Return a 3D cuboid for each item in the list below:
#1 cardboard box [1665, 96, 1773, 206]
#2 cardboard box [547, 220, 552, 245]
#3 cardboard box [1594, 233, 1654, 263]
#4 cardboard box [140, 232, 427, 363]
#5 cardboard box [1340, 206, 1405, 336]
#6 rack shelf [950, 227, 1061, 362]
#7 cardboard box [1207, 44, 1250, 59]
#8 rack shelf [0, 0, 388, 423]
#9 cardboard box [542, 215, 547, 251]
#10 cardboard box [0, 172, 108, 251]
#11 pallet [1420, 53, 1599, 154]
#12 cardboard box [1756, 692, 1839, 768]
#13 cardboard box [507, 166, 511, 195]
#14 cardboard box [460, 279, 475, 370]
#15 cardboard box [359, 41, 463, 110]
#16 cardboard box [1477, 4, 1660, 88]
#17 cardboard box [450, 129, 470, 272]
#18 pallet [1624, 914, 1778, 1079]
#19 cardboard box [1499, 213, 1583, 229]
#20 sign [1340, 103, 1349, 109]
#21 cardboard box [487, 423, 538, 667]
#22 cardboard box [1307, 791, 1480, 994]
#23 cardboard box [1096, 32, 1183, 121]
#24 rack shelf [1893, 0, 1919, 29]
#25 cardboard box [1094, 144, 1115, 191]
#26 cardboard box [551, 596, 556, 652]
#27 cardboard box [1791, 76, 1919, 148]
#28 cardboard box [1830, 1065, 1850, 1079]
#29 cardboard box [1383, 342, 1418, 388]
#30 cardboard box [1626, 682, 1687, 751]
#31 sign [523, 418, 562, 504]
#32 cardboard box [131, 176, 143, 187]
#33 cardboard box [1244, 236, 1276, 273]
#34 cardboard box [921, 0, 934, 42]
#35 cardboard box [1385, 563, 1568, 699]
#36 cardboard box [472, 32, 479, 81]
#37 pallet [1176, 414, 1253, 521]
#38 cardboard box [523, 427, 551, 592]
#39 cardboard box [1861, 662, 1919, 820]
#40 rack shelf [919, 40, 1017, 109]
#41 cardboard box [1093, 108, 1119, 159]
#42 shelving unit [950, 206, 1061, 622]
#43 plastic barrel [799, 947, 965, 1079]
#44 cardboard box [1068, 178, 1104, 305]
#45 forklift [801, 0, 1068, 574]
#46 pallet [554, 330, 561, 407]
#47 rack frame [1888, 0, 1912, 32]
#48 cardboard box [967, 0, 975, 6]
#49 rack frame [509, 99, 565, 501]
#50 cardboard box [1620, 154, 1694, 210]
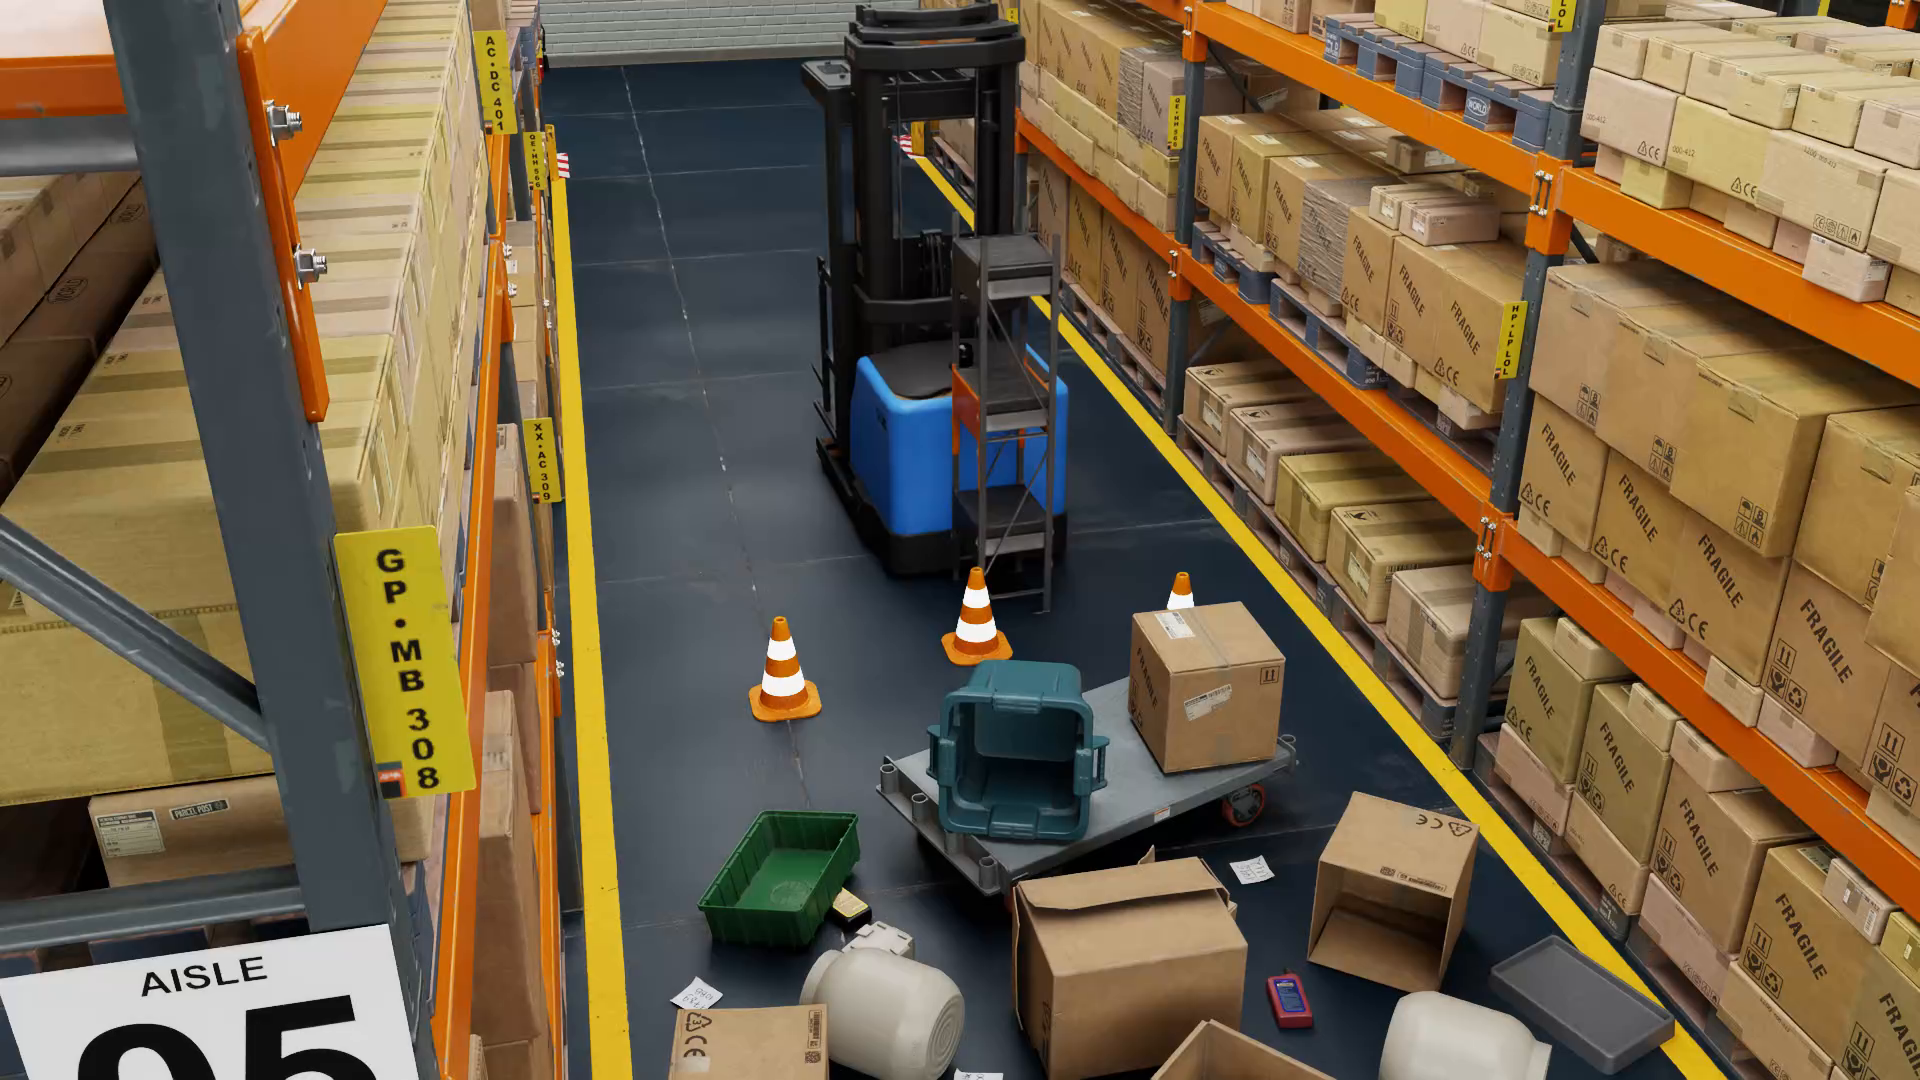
[{"bbox_3d":[2.728,-1.308,5.519,0.500,0.250,0.500,-6,27,-12],"label":"cardboard box"},{"bbox_3d":[-3.602,-2.553,13.848,0.380,0.149,0.250,-5,27,-9],"label":"cardboard box"},{"bbox_3d":[3.009,-1.246,7.263,0.380,0.149,0.250,-6,27,-12],"label":"cardboard box"},{"bbox_3d":[-1.063,-0.373,2.649,0.380,0.149,0.250,-6,27,-11],"label":"cardboard box"},{"bbox_3d":[2.219,-1.338,8.165,0.500,0.500,0.500,-5,27,-10],"label":"cardboard box"},{"bbox_3d":[0.222,-1.237,8.347,0.431,0.518,0.480,-8,28,-15],"label":"rack shelf"},{"bbox_3d":[1.875,-3.054,11.252,0.500,0.500,0.500,-6,27,-11],"label":"cardboard box"},{"bbox_3d":[-1.579,-1.103,3.190,1.077,0.370,4.000,-6,27,-12],"label":"rack shelf"},{"bbox_3d":[-3.315,-2.192,12.240,0.500,0.250,0.500,-5,27,-9],"label":"cardboard box"},{"bbox_3d":[-1.878,-0.644,3.185,0.380,0.149,0.250,-6,27,-11],"label":"cardboard box"},{"bbox_3d":[2.735,-1.886,7.038,1.213,0.211,1.003,-6,27,-12],"label":"pallet"},{"bbox_3d":[2.892,0.604,5.503,0.380,0.149,0.250,-6,27,-12],"label":"cardboard box"},{"bbox_3d":[-2.847,-2.124,9.781,0.380,0.149,0.250,-6,27,-12],"label":"cardboard box"},{"bbox_3d":[-1.291,-0.464,3.713,0.380,0.149,0.250,-6,27,-12],"label":"cardboard box"},{"bbox_3d":[-1.468,-1.158,4.203,0.380,0.149,0.250,-5,27,-11],"label":"cardboard box"},{"bbox_3d":[2.498,-2.050,6.855,0.500,0.250,0.500,-6,28,-13],"label":"cardboard box"},{"bbox_3d":[-1.444,-0.807,3.951,0.500,0.250,0.500,-6,27,-12],"label":"cardboard box"},{"bbox_3d":[3.235,1.724,6.101,1.003,0.211,1.213,-6,27,-12],"label":"pallet"},{"bbox_3d":[2.733,-1.387,8.262,0.500,0.500,0.500,-6,27,-12],"label":"cardboard box"},{"bbox_3d":[2.396,-2.646,10.466,0.100,0.325,0.005,-6,27,-12],"label":"sign"},{"bbox_3d":[-1.743,0.044,4.969,0.875,0.550,0.550,-6,27,-12],"label":"cardboard box"},{"bbox_3d":[1.686,1.374,6.470,0.500,0.500,0.500,13,30,24],"label":"cardboard box"},{"bbox_3d":[1.269,-3.240,11.619,0.500,0.500,0.500,-6,27,-12],"label":"cardboard box"},{"bbox_3d":[7.155,-2.751,9.340,1.077,0.370,4.000,-6,27,-12],"label":"rack shelf"},{"bbox_3d":[1.274,-2.679,11.896,0.500,0.250,0.500,-6,27,-12],"label":"cardboard box"},{"bbox_3d":[-2.471,0.327,7.803,1.050,0.750,0.750,-6,27,-12],"label":"cardboard box"},{"bbox_3d":[2.800,-1.311,5.083,0.380,0.149,0.250,-7,28,-13],"label":"cardboard box"},{"bbox_3d":[3.119,1.891,5.260,0.500,0.250,0.500,-6,27,-11],"label":"cardboard box"},{"bbox_3d":[2.250,-0.849,7.917,0.380,0.149,0.250,-6,27,-12],"label":"cardboard box"},{"bbox_3d":[2.728,0.639,6.188,0.380,0.149,0.250,-5,27,-10],"label":"cardboard box"},{"bbox_3d":[-1.489,-0.281,5.929,0.100,0.325,0.005,-6,27,-12],"label":"sign"},{"bbox_3d":[-1.963,-0.753,3.844,0.500,0.250,0.500,-6,27,-12],"label":"cardboard box"},{"bbox_3d":[1.851,-1.644,9.490,0.380,0.149,0.250,-6,27,-11],"label":"cardboard box"},{"bbox_3d":[-0.105,-5.422,17.052,0.500,0.500,0.500,-6,27,-12],"label":"cardboard box"},{"bbox_3d":[2.650,0.406,8.066,0.950,0.372,0.625,-6,27,-11],"label":"cardboard box"},{"bbox_3d":[-2.092,-1.903,6.564,0.380,0.149,0.250,-6,27,-12],"label":"cardboard box"},{"bbox_3d":[2.044,-0.517,10.540,1.003,0.211,1.213,-6,27,-12],"label":"pallet"},{"bbox_3d":[-1.886,-0.105,6.518,0.500,0.500,0.500,-6,27,-11],"label":"cardboard box"},{"bbox_3d":[3.063,0.579,4.833,0.500,0.500,0.500,-6,27,-12],"label":"cardboard box"},{"bbox_3d":[0.517,-4.418,15.973,1.077,0.370,4.000,-6,27,-12],"label":"rack shelf"},{"bbox_3d":[1.258,-2.896,11.770,0.500,0.250,0.500,-7,28,-13],"label":"cardboard box"},{"bbox_3d":[0.222,-0.624,8.657,0.431,2.100,0.503,-8,28,-15],"label":"shelving unit"},{"bbox_3d":[-0.279,1.690,5.931,0.512,0.421,0.421,13,30,24],"label":"plastic barrel"},{"bbox_3d":[1.396,-2.440,13.148,0.875,0.875,0.875,-5,27,-10],"label":"cardboard box"},{"bbox_3d":[-0.295,-1.763,9.990,1.130,2.935,3.031,-8,28,-15],"label":"forklift"},{"bbox_3d":[-3.377,-1.191,11.875,1.003,0.211,1.213,-6,27,-12],"label":"pallet"},{"bbox_3d":[6.704,-2.611,11.594,1.000,3.000,0.127,-6,27,-12],"label":"rack frame"},{"bbox_3d":[0.362,-4.977,15.062,0.500,0.500,0.500,-6,27,-11],"label":"cardboard box"},{"bbox_3d":[-2.931,-1.558,9.508,1.000,3.000,0.127,-6,27,-12],"label":"rack frame"},{"bbox_3d":[2.604,-1.293,5.933,0.380,0.149,0.250,-6,27,-12],"label":"cardboard box"}]
